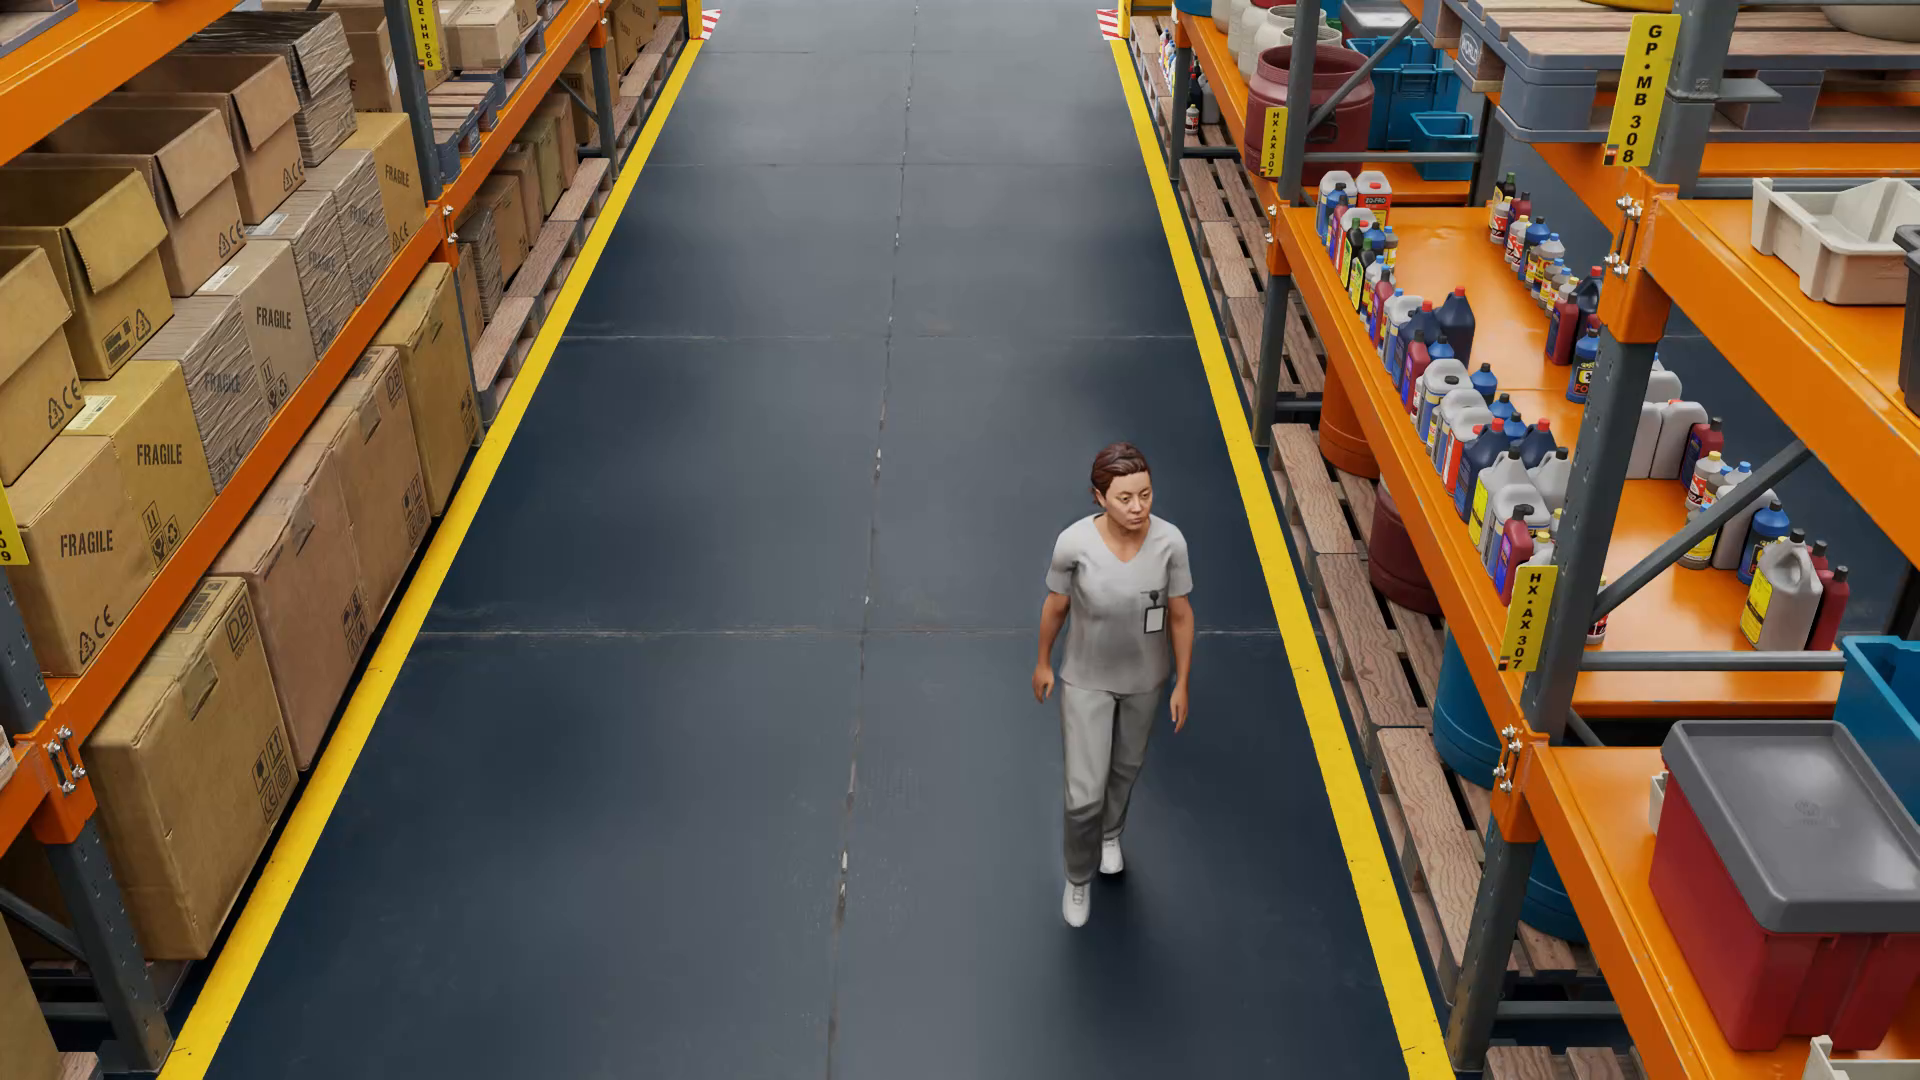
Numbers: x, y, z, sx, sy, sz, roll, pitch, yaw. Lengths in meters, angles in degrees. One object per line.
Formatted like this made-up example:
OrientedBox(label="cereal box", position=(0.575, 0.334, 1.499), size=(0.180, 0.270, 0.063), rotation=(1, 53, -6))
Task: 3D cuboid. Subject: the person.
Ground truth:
OrientedBox(label="person", position=(0.496, 0.484, 5.376), size=(0.483, 1.698, 0.522), rotation=(-5, 32, -8))
